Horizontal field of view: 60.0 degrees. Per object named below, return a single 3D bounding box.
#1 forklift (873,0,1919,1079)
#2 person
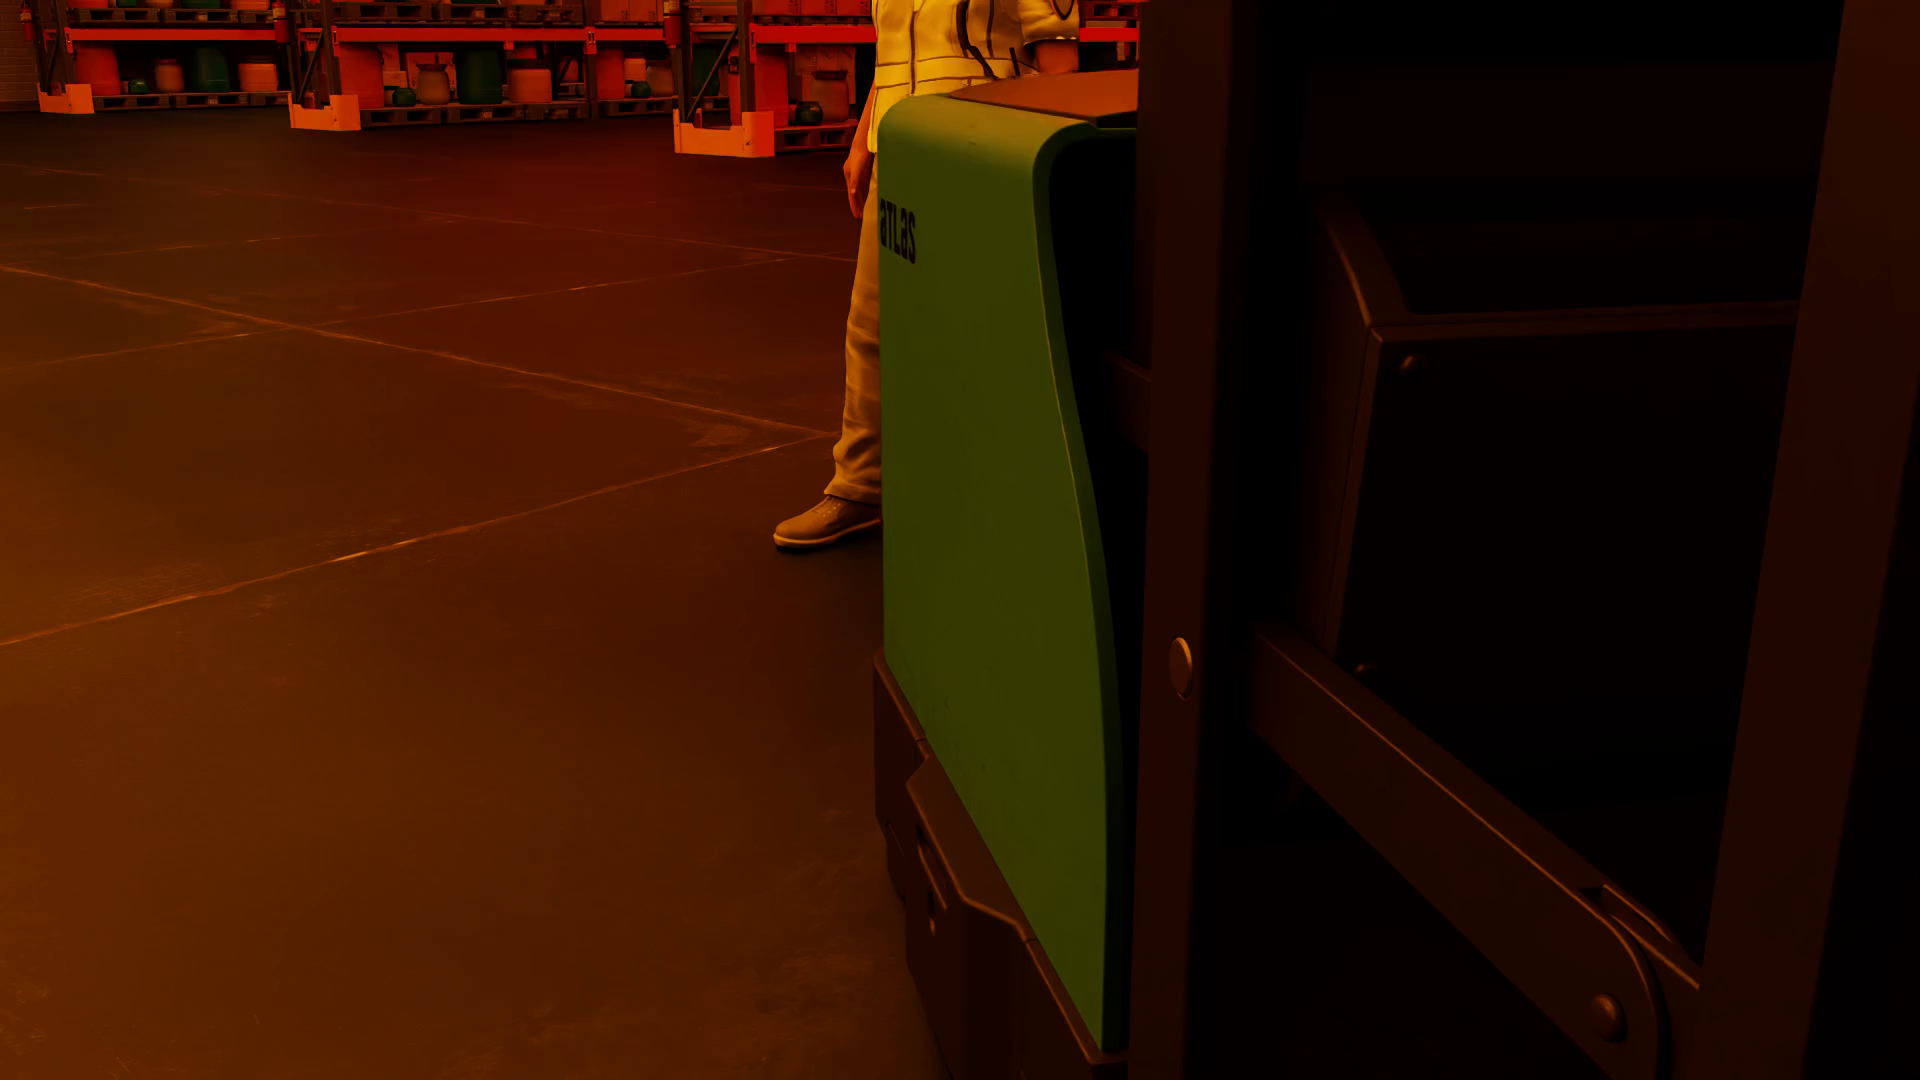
[{"bbox_3d":[0.725,-0.572,0.782,1.130,2.935,3.031,-4,17,-13],"label":"forklift"},{"bbox_3d":[-0.067,-0.791,3.654,0.598,1.670,0.527,13,21,37],"label":"person"}]
